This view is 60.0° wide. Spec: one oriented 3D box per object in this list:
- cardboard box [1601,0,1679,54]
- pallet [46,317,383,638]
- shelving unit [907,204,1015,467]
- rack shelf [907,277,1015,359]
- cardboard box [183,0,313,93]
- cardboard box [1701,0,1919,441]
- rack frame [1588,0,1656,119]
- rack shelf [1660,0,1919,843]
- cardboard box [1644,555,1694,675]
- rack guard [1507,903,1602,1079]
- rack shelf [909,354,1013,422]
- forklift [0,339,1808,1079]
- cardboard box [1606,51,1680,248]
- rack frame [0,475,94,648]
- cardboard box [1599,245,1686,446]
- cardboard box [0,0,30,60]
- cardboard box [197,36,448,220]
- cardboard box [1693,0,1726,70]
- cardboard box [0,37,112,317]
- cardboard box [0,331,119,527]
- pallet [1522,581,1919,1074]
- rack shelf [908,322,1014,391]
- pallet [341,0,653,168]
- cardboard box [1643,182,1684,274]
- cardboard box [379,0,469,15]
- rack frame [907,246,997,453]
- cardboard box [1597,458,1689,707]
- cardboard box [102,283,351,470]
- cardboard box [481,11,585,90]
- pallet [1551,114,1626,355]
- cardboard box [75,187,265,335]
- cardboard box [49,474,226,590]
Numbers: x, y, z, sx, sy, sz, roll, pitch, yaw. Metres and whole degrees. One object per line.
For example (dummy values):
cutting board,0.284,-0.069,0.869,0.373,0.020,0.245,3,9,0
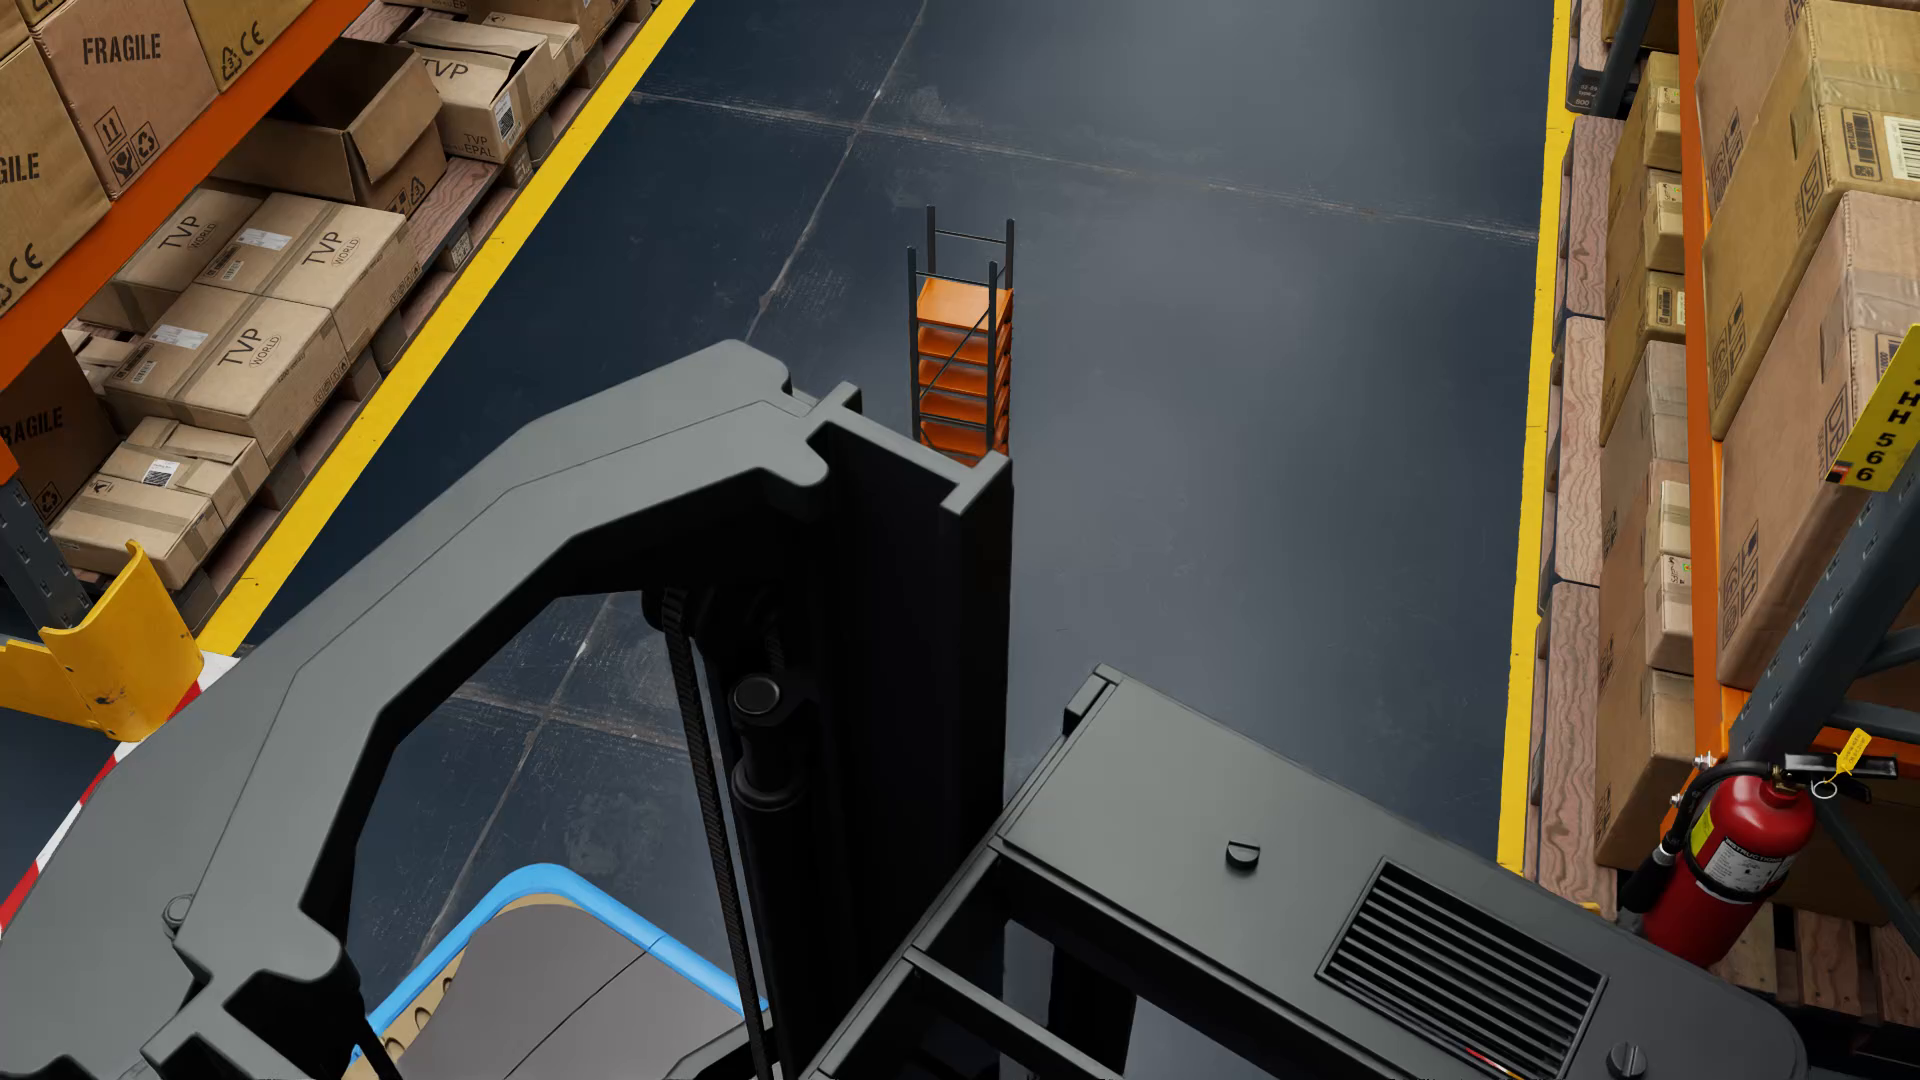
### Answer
cardboard box,3.027,-2.430,6.547,0.750,0.750,0.750,12,50,10
pallet,-2.622,-0.297,5.371,1.003,0.211,1.213,12,50,10
shelving unit,0.004,-0.408,4.809,0.258,1.200,0.189,12,50,10
rack shelf,0.004,-0.616,4.573,0.258,0.103,0.180,12,50,10
cardboard box,-2.214,-1.626,4.618,0.500,0.500,0.500,11,50,10
cardboard box,2.234,-0.611,3.589,0.980,0.700,0.700,11,50,10
rack frame,2.982,-2.506,5.461,1.000,3.000,0.127,12,50,10
rack shelf,2.455,-0.821,4.454,1.077,0.370,4.000,12,50,10
cardboard box,1.875,0.206,4.022,0.380,0.149,0.250,11,49,10
rack guard,1.923,1.232,3.829,1.175,0.500,0.348,12,50,10
rack shelf,0.004,-0.458,4.753,0.258,0.103,0.180,12,50,10
forklift,0.109,1.274,2.171,3.031,2.935,1.130,27,54,22
cardboard box,2.686,-1.297,5.781,0.700,0.500,0.500,12,50,11
rack frame,-2.851,-0.588,3.768,1.000,3.000,0.127,12,50,10
cardboard box,2.413,-0.564,5.134,0.700,0.500,0.500,13,50,11
cardboard box,-2.480,-1.221,3.593,0.500,0.500,0.500,13,50,11
cardboard box,-2.288,-1.441,5.892,0.797,0.503,0.637,12,50,10
cardboard box,2.626,-1.689,4.540,0.980,0.700,0.700,10,49,9
cardboard box,-2.480,-0.890,3.968,0.500,0.500,0.500,13,50,11
cardboard box,-2.946,-0.348,4.930,0.500,0.500,0.500,12,50,10
pallet,2.064,0.716,4.477,1.003,0.211,1.213,12,50,10
rack shelf,0.004,-0.537,4.663,0.258,0.103,0.180,12,50,10
pallet,-1.980,-2.062,6.929,1.003,0.211,1.213,12,50,10
cardboard box,2.283,-0.923,5.018,0.380,0.149,0.250,10,49,9
cardboard box,-2.117,-2.476,6.934,0.500,0.311,0.500,12,50,10
rack frame,-0.020,-0.341,4.751,0.240,1.200,0.006,12,50,10
cardboard box,2.148,0.187,4.471,0.700,0.500,0.500,11,50,10
cardboard box,-2.303,-0.522,5.251,0.500,0.250,0.500,12,50,10
cardboard box,-1.715,-1.932,6.562,0.380,0.149,0.250,12,50,10
pallet,2.706,-1.049,6.035,1.003,0.211,1.213,12,50,10
cardboard box,-2.667,-0.947,5.625,0.500,0.250,0.500,12,50,10
cardboard box,-2.409,-0.025,4.879,0.380,0.149,0.250,12,50,10
